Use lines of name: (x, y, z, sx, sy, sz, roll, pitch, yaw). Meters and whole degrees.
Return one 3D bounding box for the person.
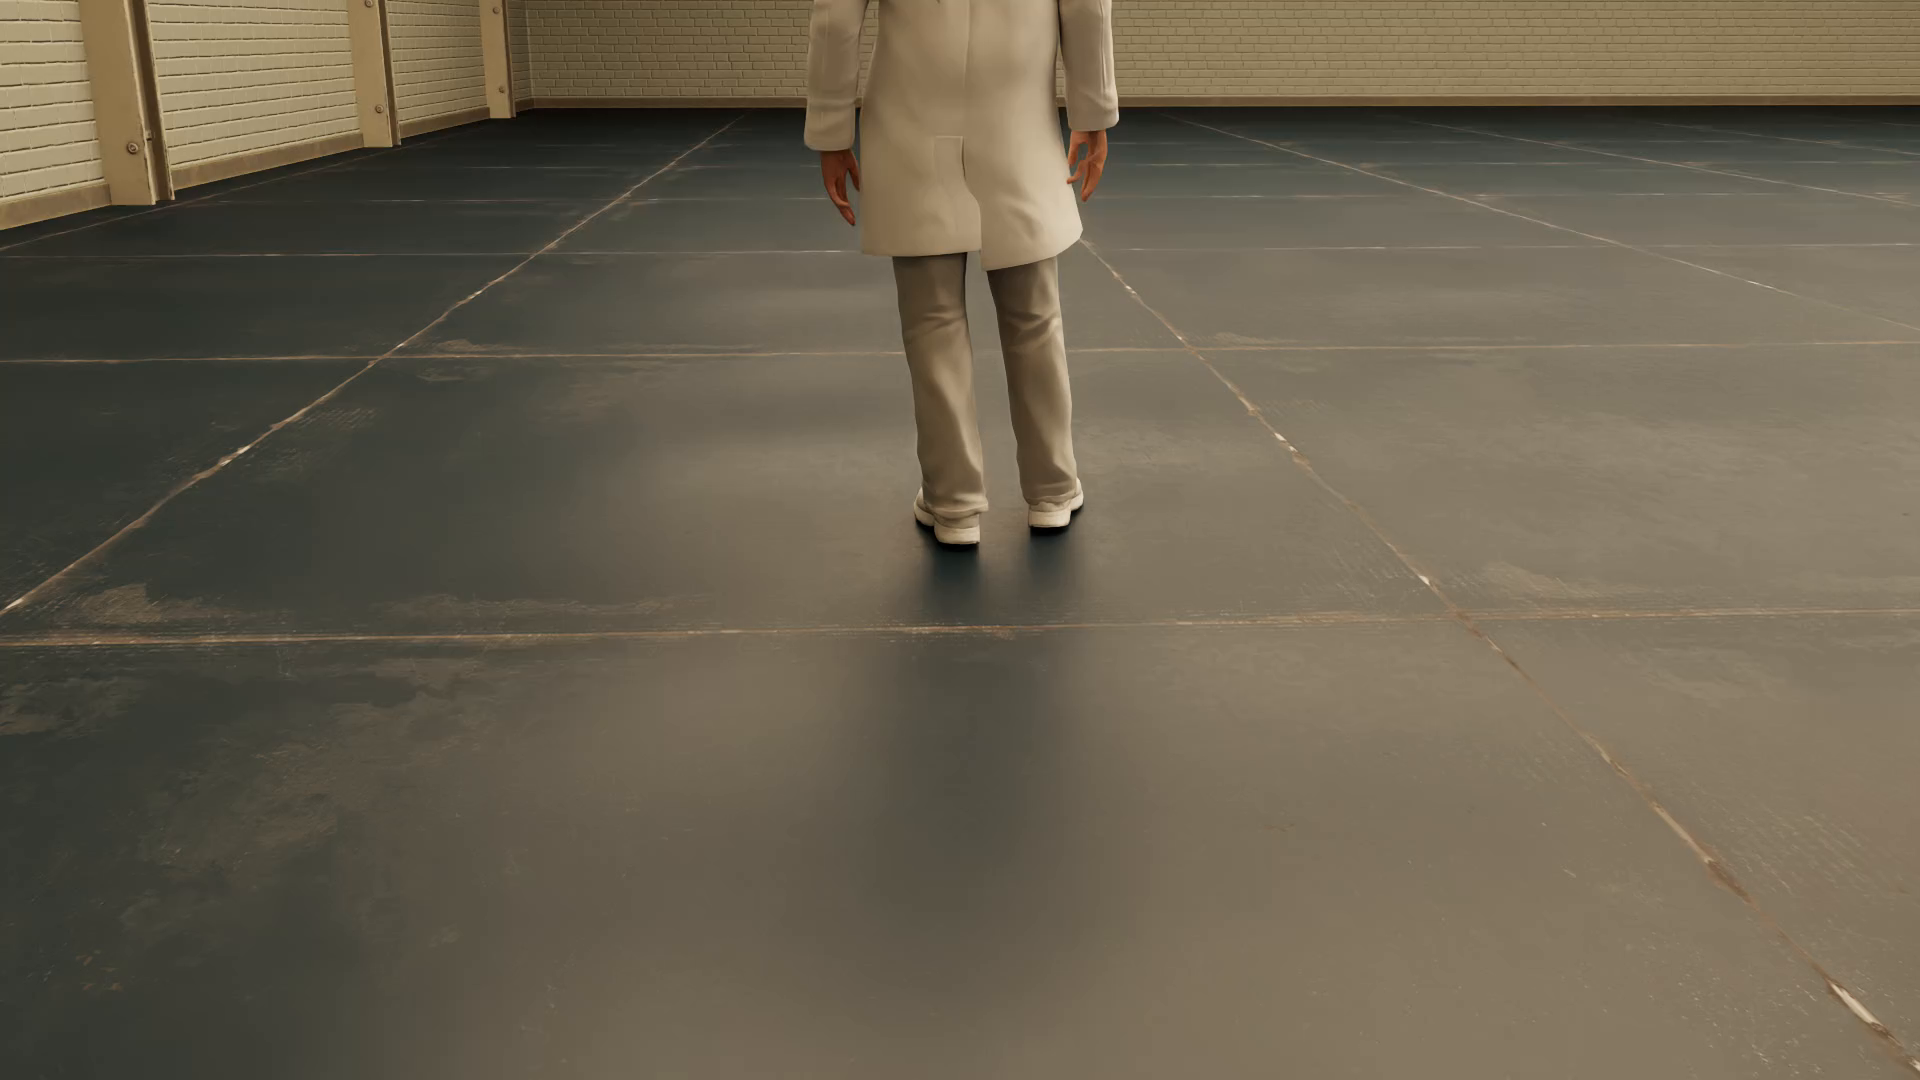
person: (0.000, -0.883, 3.742, 0.694, 1.775, 0.581, -1, 17, -3)
